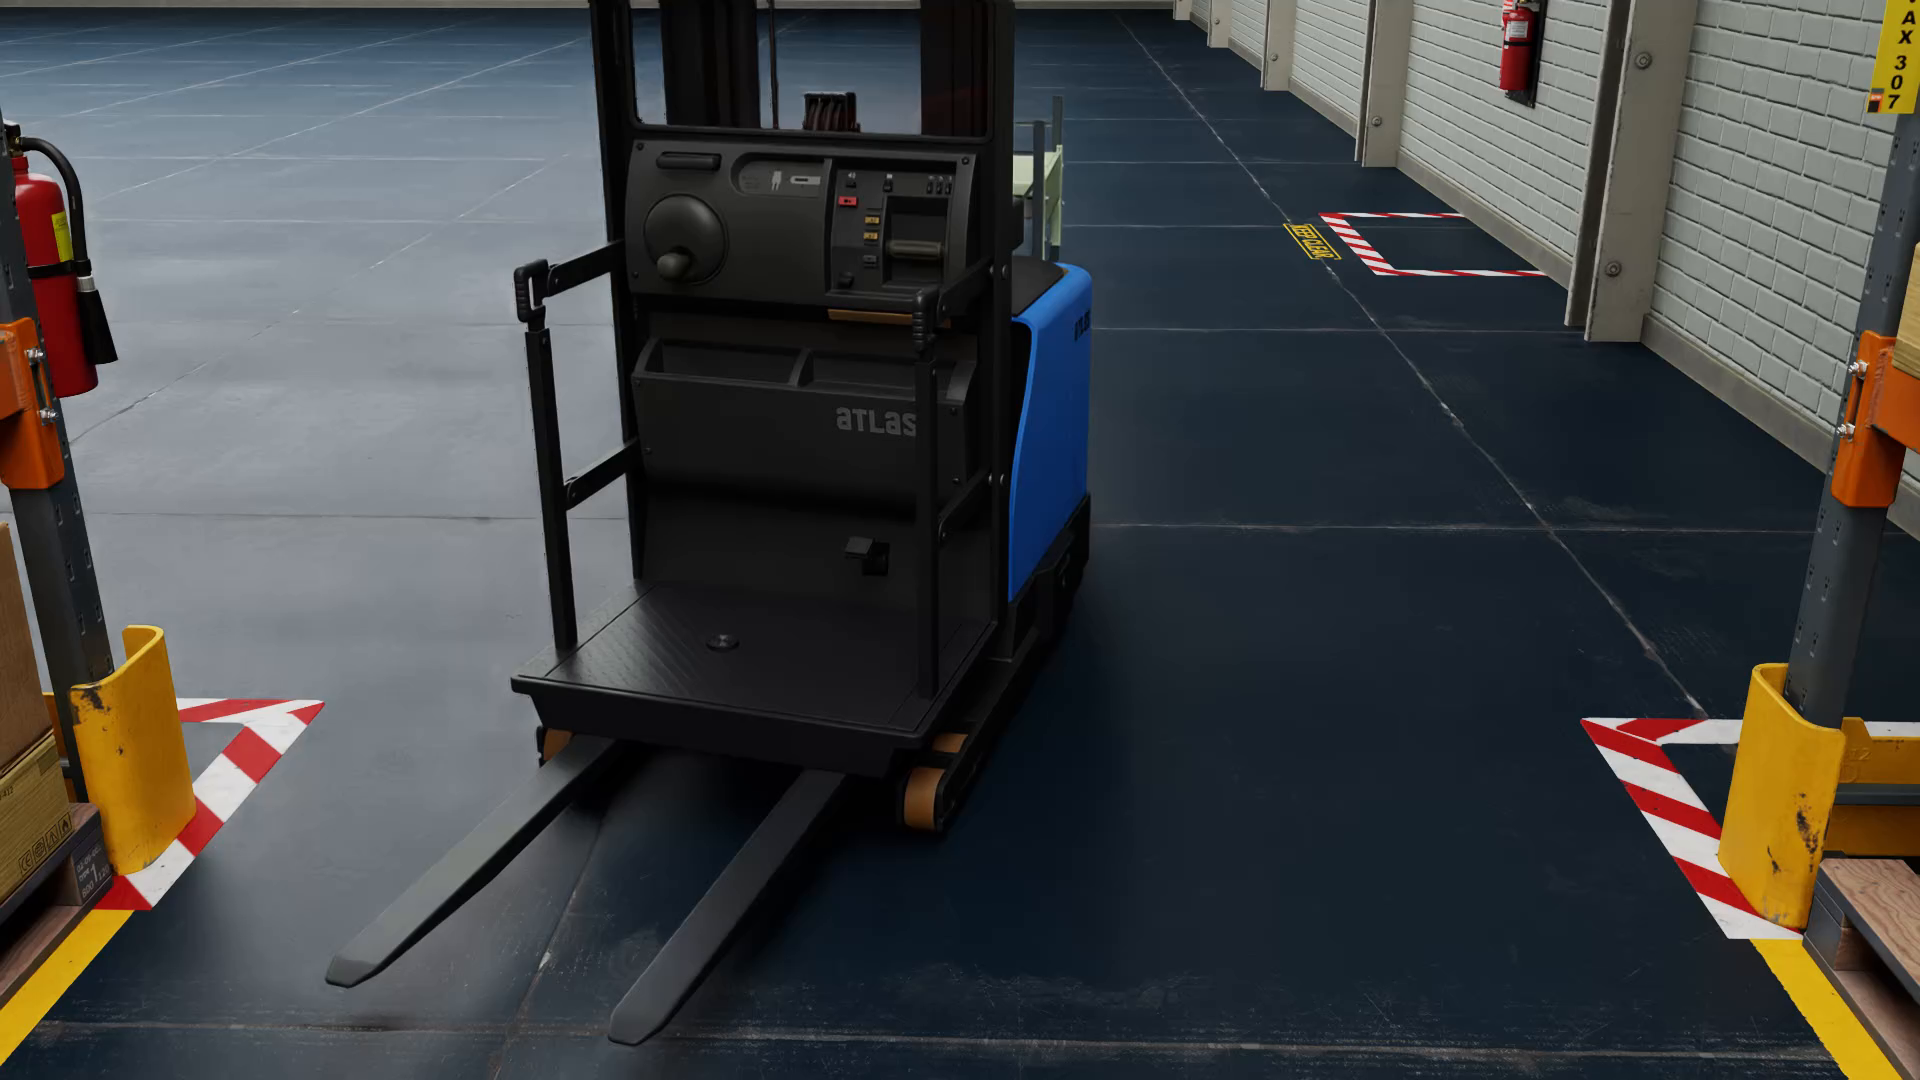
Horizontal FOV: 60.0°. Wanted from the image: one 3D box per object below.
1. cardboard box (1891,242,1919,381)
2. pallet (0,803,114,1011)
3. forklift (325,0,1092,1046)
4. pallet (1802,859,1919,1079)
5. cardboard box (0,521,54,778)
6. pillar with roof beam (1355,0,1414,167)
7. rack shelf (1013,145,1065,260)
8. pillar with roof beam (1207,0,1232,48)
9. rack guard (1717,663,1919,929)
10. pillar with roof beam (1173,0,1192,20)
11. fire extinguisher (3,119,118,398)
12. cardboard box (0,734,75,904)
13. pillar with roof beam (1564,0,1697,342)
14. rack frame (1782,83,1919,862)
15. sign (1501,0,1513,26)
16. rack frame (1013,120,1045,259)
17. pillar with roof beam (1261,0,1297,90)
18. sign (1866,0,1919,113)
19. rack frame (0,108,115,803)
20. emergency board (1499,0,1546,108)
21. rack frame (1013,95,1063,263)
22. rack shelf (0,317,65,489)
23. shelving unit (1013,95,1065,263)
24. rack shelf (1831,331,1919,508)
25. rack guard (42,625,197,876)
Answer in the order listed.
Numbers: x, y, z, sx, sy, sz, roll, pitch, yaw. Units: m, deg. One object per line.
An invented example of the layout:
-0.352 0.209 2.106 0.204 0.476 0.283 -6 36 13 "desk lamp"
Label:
2.088 -0.369 3.014 0.500 0.250 0.500 0 21 0 "cardboard box"
-2.512 0.921 3.363 1.003 0.211 1.213 1 21 2 "pallet"
-0.474 -0.796 4.028 1.130 2.935 3.031 6 22 16 "forklift"
2.358 1.018 3.113 1.003 0.211 1.213 1 21 2 "pallet"
-2.250 0.278 3.350 0.500 0.500 0.500 1 21 2 "cardboard box"
-0.674 -7.523 12.978 9.100 9.000 0.400 1 21 2 "pillar with roof beam"
0.125 -1.161 5.869 0.431 0.370 0.720 3 21 7 "rack shelf"
-0.309 -11.862 24.160 9.100 9.000 0.400 1 21 2 "pillar with roof beam"
2.418 0.590 3.817 1.175 0.500 0.348 1 21 2 "rack guard"
-0.127 -14.031 29.751 9.100 9.000 0.400 1 21 2 "pillar with roof beam"
-2.063 -0.658 3.684 0.296 0.674 0.183 1 21 2 "fire extinguisher"
-2.252 0.627 3.486 0.500 0.250 0.500 1 21 2 "cardboard box"
-0.857 -5.354 7.387 9.100 9.000 0.400 1 21 2 "pillar with roof beam"
2.420 -0.603 3.436 1.000 3.000 0.127 1 21 2 "rack frame"
3.679 -3.618 11.158 0.001 0.329 0.234 1 21 2 "sign"
0.076 -0.666 5.672 0.400 1.500 0.023 3 21 7 "rack frame"
-0.492 -9.693 18.569 9.100 9.000 0.400 1 21 2 "pillar with roof beam"
1.878 -1.012 3.294 0.100 0.325 0.005 1 21 2 "sign"
-2.531 -0.656 3.573 1.000 3.000 0.127 1 21 2 "rack frame"
3.560 -3.403 10.652 0.194 1.169 0.643 1 21 2 "emergency board"
0.175 -0.928 6.348 0.400 1.500 0.023 3 21 7 "rack frame"
-2.592 0.403 1.839 1.077 0.370 4.000 1 21 2 "rack shelf"
0.125 -0.797 6.010 0.431 1.500 0.755 3 21 7 "shelving unit"
2.360 0.456 1.702 1.077 0.370 4.000 1 21 2 "rack shelf"
-2.530 0.501 4.047 1.175 0.500 0.348 1 21 2 "rack guard"
